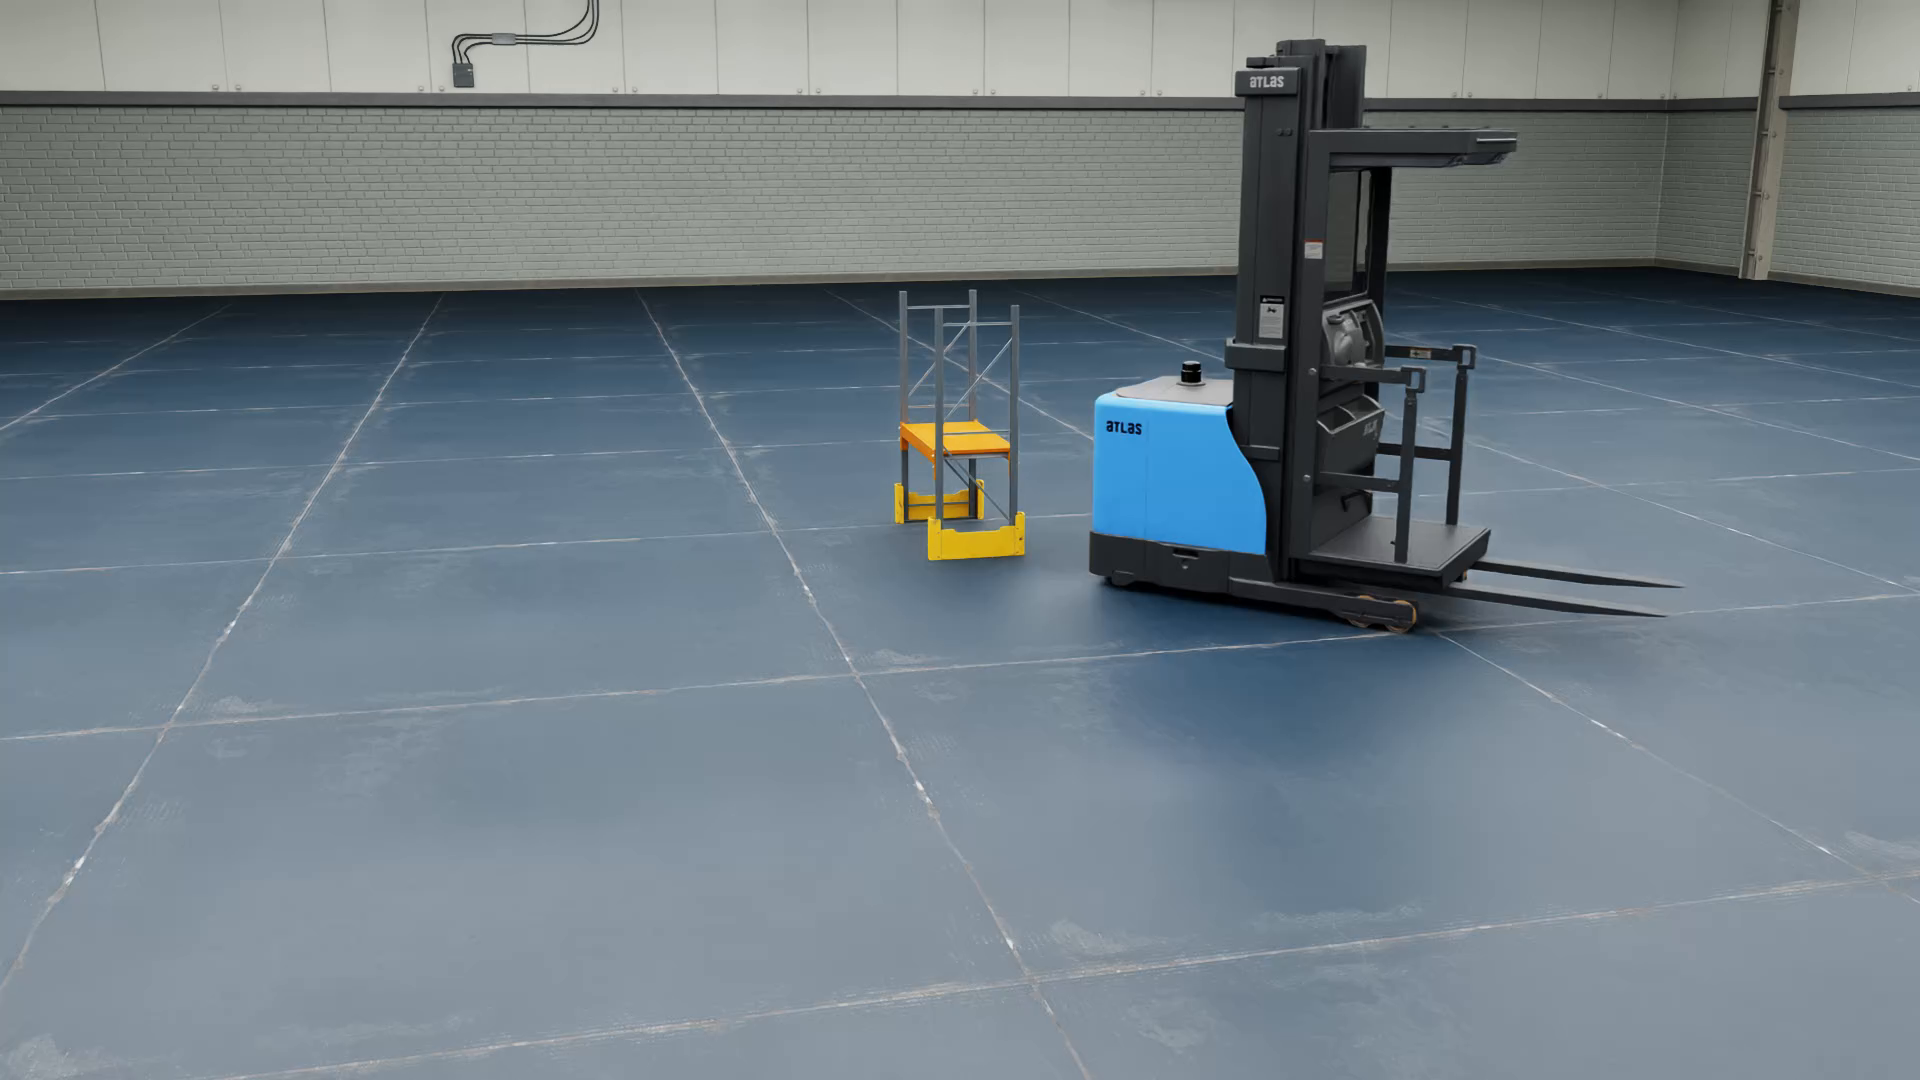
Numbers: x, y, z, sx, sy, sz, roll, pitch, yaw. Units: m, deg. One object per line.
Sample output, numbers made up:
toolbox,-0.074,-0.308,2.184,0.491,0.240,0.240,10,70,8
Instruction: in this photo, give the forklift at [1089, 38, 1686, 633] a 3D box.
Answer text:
forklift,2.261,-1.093,8.726,3.031,2.935,1.130,8,16,30

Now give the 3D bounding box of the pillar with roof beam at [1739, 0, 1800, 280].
pillar with roof beam,9.749,-8.718,27.150,9.100,9.000,0.400,-3,14,-13

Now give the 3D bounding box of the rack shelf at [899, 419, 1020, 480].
rack shelf,-0.020,-0.574,10.372,0.538,0.185,1.000,-3,14,-13

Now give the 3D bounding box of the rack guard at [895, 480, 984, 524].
rack guard,-0.135,-0.254,10.940,0.587,0.250,0.087,-3,14,-13

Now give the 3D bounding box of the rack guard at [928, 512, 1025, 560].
rack guard,0.099,-0.024,9.999,0.587,0.250,0.087,-3,14,-13

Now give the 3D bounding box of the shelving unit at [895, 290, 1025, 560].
shelving unit,-0.018,-0.746,10.321,0.587,1.500,1.083,-3,14,-13

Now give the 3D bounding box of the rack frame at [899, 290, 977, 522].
rack frame,-0.139,-0.866,10.810,0.500,1.500,0.032,-3,14,-13

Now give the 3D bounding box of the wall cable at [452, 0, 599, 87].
wall cable,-6.860,-10.133,25.777,2.305,6.003,0.169,-3,14,-13

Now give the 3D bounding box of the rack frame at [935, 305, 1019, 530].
rack frame,0.099,-0.631,9.850,0.500,1.500,0.032,-3,14,-13
